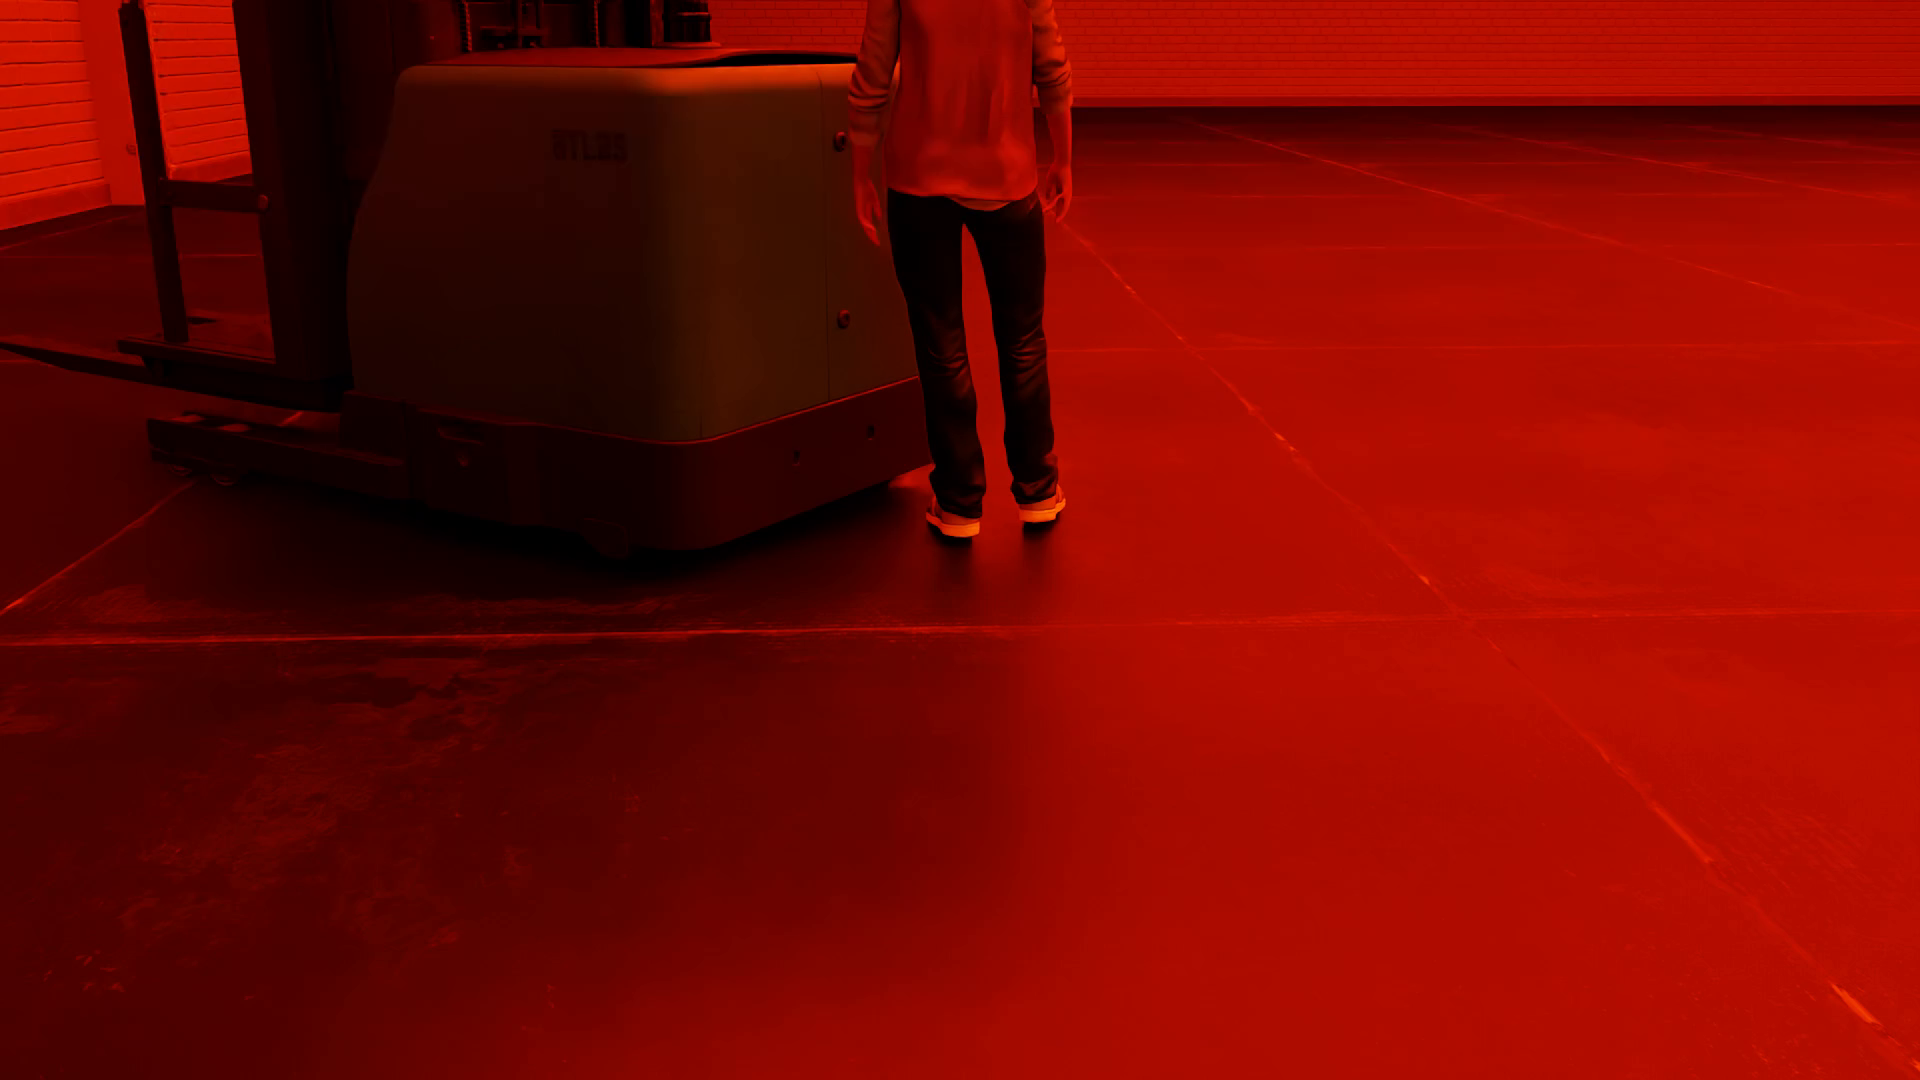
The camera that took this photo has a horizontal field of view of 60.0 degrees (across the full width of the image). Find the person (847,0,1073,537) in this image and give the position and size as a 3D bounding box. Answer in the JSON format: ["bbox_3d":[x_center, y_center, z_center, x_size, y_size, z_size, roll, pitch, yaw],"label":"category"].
[{"bbox_3d":[0.011,-0.792,3.753,0.520,1.597,0.476,-1,17,-3],"label":"person"}]

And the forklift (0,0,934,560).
[{"bbox_3d":[-1.583,-1.662,4.340,3.031,2.935,1.130,10,20,30],"label":"forklift"}]
